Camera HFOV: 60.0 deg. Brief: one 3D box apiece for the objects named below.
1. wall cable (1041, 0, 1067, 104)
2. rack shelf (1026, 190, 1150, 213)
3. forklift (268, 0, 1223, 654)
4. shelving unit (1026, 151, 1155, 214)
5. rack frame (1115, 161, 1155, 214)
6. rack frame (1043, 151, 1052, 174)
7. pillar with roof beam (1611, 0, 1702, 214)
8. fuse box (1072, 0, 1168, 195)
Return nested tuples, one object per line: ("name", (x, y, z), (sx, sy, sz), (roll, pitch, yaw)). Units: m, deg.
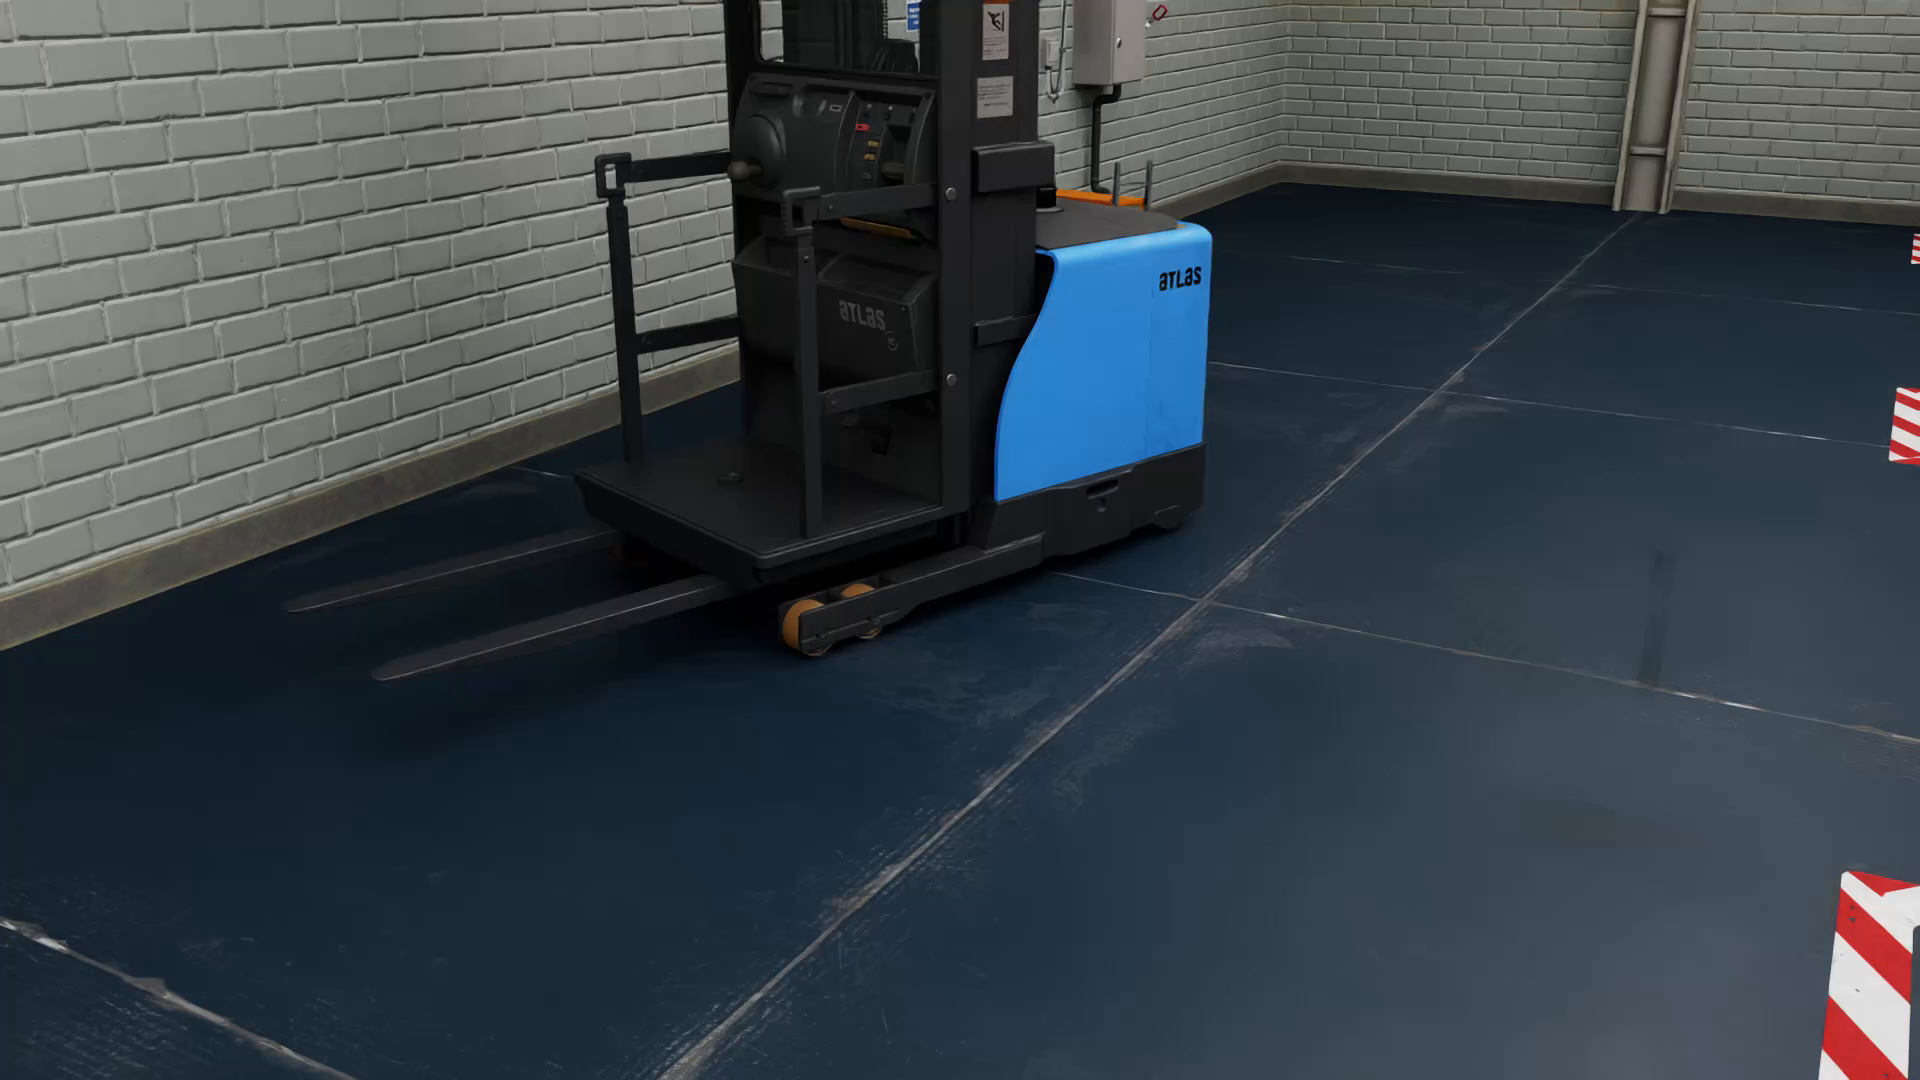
("wall cable", (0.560, -3.625, 9.971), (0.122, 1.984, 0.588), (11, 23, 27))
("rack shelf", (0.469, -1.268, 6.441), (0.480, 0.148, 0.258), (16, 24, 37))
("forklift", (-0.606, -1.256, 5.030), (3.031, 2.935, 1.130), (-13, 24, -32))
("shelving unit", (0.463, -0.897, 6.568), (0.503, 1.200, 0.258), (16, 24, 37))
("rack frame", (0.650, -0.843, 6.421), (0.015, 1.200, 0.240), (16, 24, 37))
("rack frame", (0.275, -0.950, 6.715), (0.015, 1.200, 0.240), (16, 24, 37))
("pillar with roof beam", (3.216, -5.527, 7.904), (0.400, 9.000, 9.100), (11, 23, 27))
("fuse box", (1.030, -2.719, 10.852), (0.414, 1.711, 0.539), (11, 23, 27))
